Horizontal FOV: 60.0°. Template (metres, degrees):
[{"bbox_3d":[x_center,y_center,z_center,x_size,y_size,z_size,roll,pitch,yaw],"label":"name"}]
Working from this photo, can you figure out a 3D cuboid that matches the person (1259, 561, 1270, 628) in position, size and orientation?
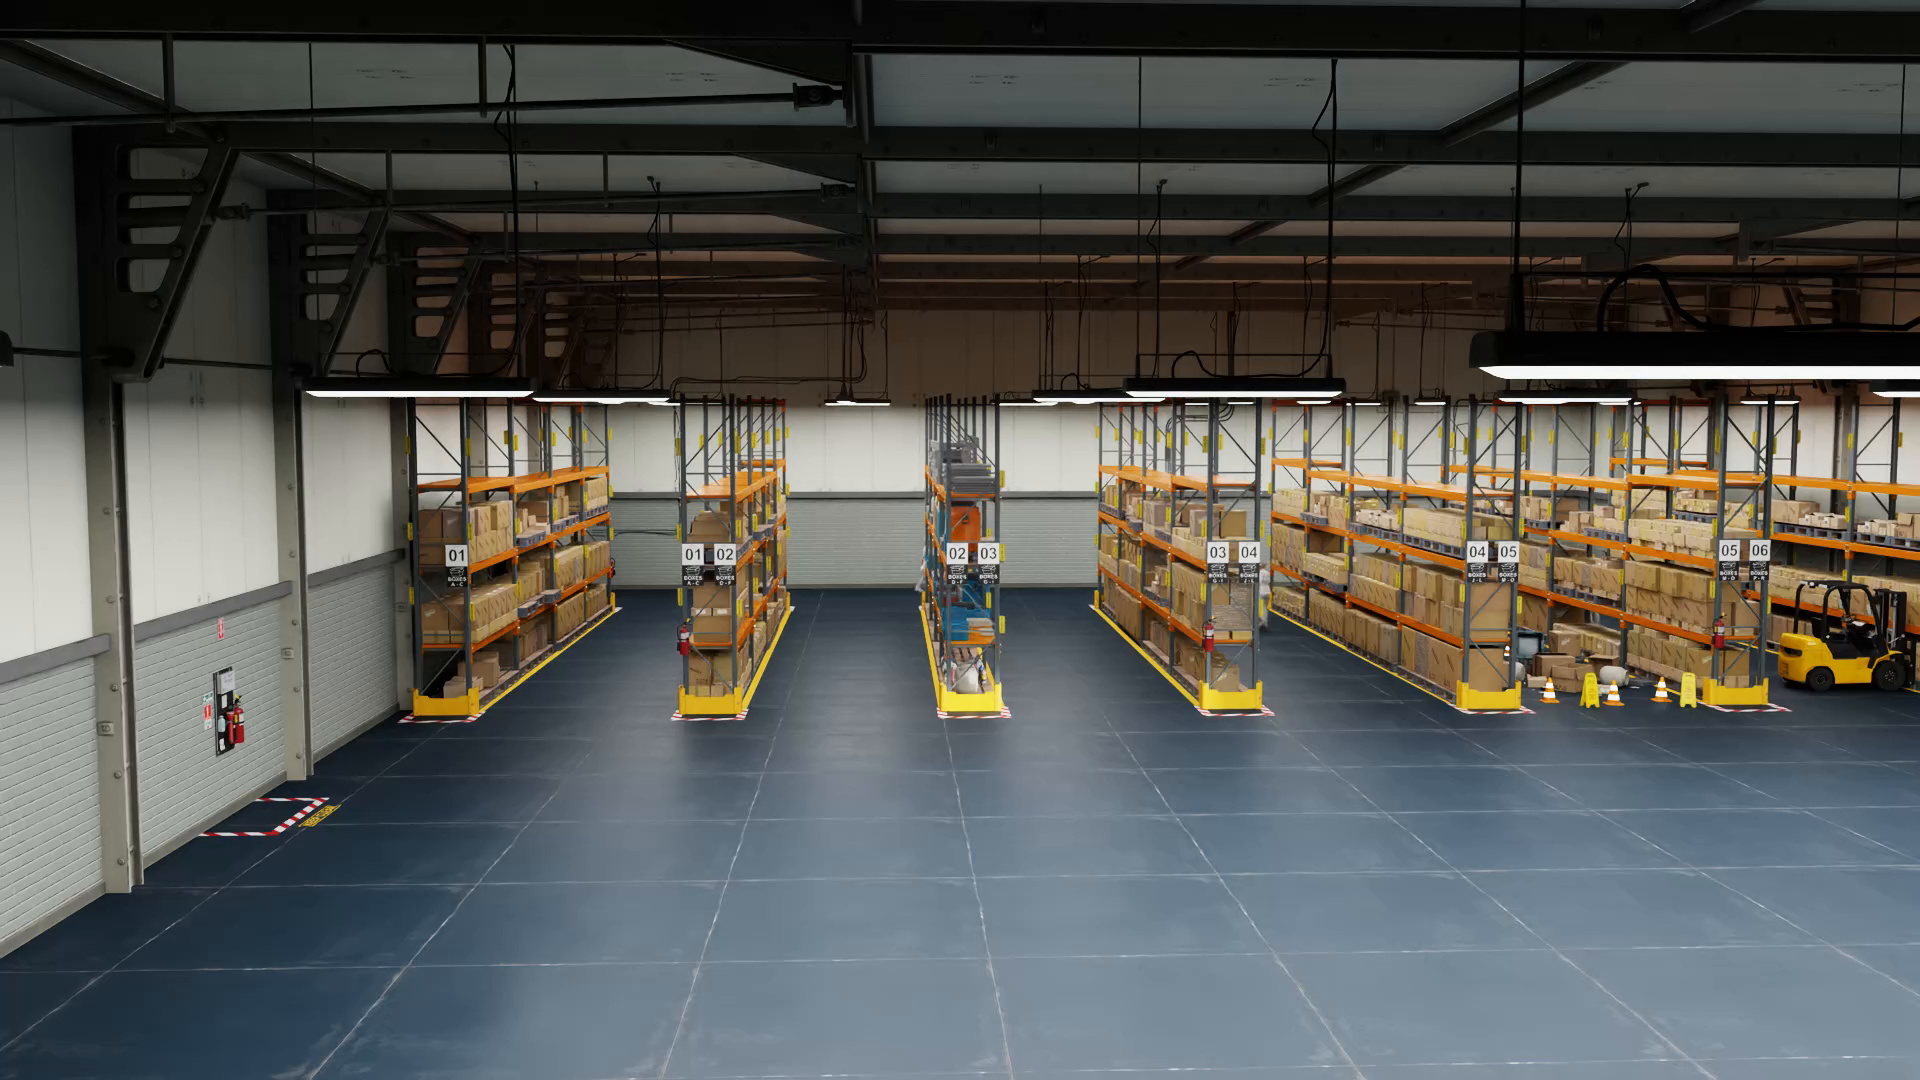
[{"bbox_3d":[7.890,1.418,43.346,0.587,1.763,0.481,-4,6,-43],"label":"person"}]

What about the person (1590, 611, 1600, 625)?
[{"bbox_3d":[16.359,1.508,42.901,0.519,1.707,0.367,-2,5,-27],"label":"person"}]

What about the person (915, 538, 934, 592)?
[{"bbox_3d":[-0.883,0.788,51.452,1.077,1.743,0.508,1,5,11],"label":"person"}]

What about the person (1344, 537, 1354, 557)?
[{"bbox_3d":[11.973,0.749,51.672,0.882,1.752,0.591,-4,6,-42],"label":"person"}]
